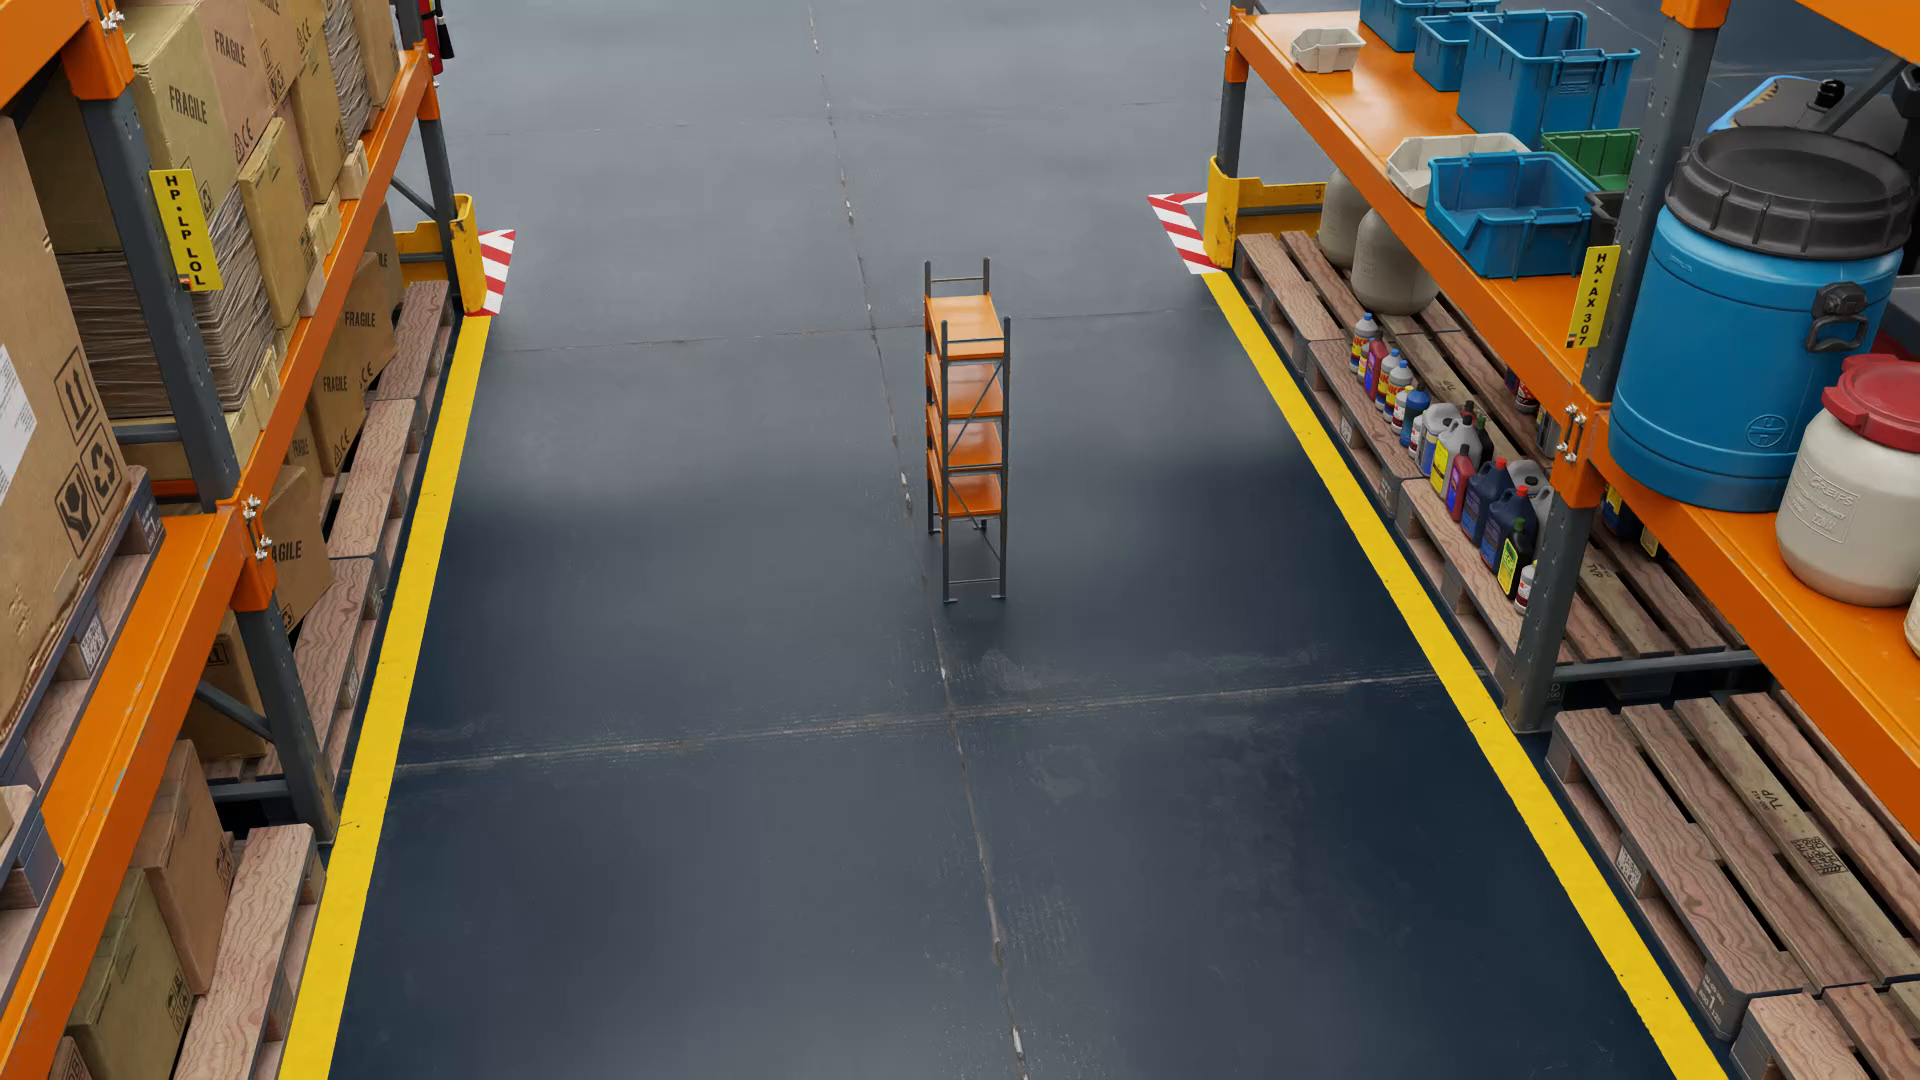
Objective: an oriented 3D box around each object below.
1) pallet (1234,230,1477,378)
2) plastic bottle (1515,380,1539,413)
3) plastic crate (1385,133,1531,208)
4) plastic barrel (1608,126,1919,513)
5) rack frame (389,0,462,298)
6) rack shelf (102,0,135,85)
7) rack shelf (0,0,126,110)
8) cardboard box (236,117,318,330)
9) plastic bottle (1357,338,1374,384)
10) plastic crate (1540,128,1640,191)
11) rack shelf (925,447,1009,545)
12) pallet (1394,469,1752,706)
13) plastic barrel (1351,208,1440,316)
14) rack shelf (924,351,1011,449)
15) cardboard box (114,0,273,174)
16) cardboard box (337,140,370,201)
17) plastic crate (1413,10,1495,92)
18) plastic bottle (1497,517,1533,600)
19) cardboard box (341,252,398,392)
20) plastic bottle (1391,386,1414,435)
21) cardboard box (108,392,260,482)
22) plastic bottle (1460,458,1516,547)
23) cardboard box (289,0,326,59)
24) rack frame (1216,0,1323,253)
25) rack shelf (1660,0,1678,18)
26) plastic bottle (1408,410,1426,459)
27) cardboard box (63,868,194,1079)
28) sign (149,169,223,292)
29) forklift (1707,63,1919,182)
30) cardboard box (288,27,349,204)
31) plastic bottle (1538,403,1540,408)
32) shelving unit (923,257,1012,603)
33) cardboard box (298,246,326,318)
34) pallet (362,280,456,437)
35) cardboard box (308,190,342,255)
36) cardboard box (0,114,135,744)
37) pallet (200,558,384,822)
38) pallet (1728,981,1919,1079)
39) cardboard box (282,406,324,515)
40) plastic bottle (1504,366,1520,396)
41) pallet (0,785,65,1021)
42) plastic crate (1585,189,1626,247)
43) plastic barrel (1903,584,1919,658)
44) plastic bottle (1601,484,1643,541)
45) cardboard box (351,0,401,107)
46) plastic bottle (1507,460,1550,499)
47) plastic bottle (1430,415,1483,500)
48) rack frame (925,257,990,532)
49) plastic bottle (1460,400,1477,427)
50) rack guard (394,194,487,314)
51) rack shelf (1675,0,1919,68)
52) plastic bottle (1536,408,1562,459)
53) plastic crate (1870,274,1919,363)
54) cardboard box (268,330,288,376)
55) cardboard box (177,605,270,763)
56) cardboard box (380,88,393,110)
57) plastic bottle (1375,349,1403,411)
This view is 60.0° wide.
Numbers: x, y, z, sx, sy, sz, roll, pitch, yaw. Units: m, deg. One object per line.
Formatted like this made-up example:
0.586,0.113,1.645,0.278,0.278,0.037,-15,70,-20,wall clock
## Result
2.028,-1.219,8.352,1.003,0.211,1.213,-4,35,-6,pallet
2.452,-0.658,7.146,0.097,0.201,0.097,0,34,0,plastic bottle
1.935,-1.410,6.390,0.530,0.136,0.437,-4,35,-6,plastic crate
2.156,-0.601,4.523,0.600,0.901,0.708,-4,35,-6,plastic barrel
-3.041,-2.489,7.739,1.000,3.000,0.127,-4,35,-6,rack frame
-2.772,-2.315,5.459,1.077,0.370,4.000,-4,35,-6,rack shelf
-2.234,-0.083,2.184,1.077,0.370,4.000,-4,35,-6,rack shelf
-2.535,-0.959,5.140,0.875,0.500,0.500,-4,35,-6,cardboard box
1.816,-0.797,7.350,0.097,0.201,0.097,0,34,0,plastic bottle
2.502,-1.324,6.217,0.450,0.188,0.662,-4,35,-6,plastic crate
0.022,-0.184,6.426,0.258,0.148,0.480,-4,35,-6,rack shelf
2.356,0.142,6.354,1.003,0.211,1.213,-4,35,-6,pallet
2.098,-1.369,7.931,0.421,0.512,0.421,0,34,0,plastic barrel
0.022,-0.533,6.188,0.258,0.148,0.480,-4,35,-6,rack shelf
-2.381,-1.384,4.876,0.500,0.500,0.500,-4,35,-6,cardboard box
-2.492,-1.413,6.383,0.380,0.149,0.250,-4,35,-6,cardboard box
2.312,-2.183,7.422,0.499,0.251,0.408,-4,35,-6,plastic crate
2.013,0.065,6.012,0.061,0.283,0.133,-3,34,-4,plastic bottle
-2.859,-0.949,7.326,0.500,0.500,0.500,4,35,6,cardboard box
1.875,-0.552,6.991,0.097,0.201,0.097,0,34,0,plastic bottle
-2.234,-0.296,4.744,0.380,0.149,0.250,-4,35,-6,cardboard box
2.007,-0.164,6.289,0.144,0.351,0.185,-6,35,-9,plastic bottle
-2.526,-1.941,5.694,0.500,0.500,0.500,-4,35,-6,cardboard box
1.867,-2.864,8.289,1.000,3.000,0.127,-4,35,-6,rack frame
2.136,-2.691,6.010,1.077,0.370,4.000,-4,35,-6,rack shelf
1.902,-0.437,6.822,0.097,0.201,0.097,0,34,0,plastic bottle
-2.397,1.206,4.146,0.700,0.500,0.500,-5,35,-7,cardboard box
-1.954,-0.780,4.202,0.100,0.325,0.005,-4,35,-6,sign
4.902,-1.915,6.958,3.031,2.935,1.130,25,41,31,forklift
-2.728,-1.512,5.953,0.875,0.500,0.500,-4,35,-6,cardboard box
2.574,-0.709,7.154,0.152,0.276,0.135,-5,35,-8,plastic bottle
0.022,-0.403,6.277,0.258,1.200,0.503,-4,35,-6,shelving unit
-2.352,-0.855,5.565,0.380,0.149,0.250,-4,35,-6,cardboard box
-2.957,-0.838,7.793,1.003,0.211,1.213,-4,35,-6,pallet
-2.449,-1.132,5.971,0.380,0.149,0.250,-4,35,-6,cardboard box
-2.535,-0.225,3.510,1.000,1.000,1.000,-4,34,-6,cardboard box
-2.629,0.523,5.795,1.003,0.211,1.213,-4,35,-6,pallet
2.716,1.638,4.159,1.003,0.211,1.213,-4,35,-6,pallet
-2.763,-0.283,6.349,0.500,0.500,0.500,-7,35,-11,cardboard box
2.449,-0.781,7.254,0.061,0.283,0.133,-4,35,-6,plastic bottle
-2.272,0.953,2.859,1.003,0.211,1.213,-4,35,-6,pallet
2.460,-0.908,5.474,0.767,0.338,0.504,-4,35,-6,plastic crate
2.431,0.175,3.952,0.301,0.262,0.301,0,34,0,plastic barrel
2.565,-0.190,6.327,0.144,0.351,0.185,-4,35,-6,plastic bottle
-2.808,-2.075,6.778,0.875,0.500,0.500,-4,35,-6,cardboard box
2.150,-0.158,6.347,0.152,0.276,0.135,-4,35,-6,plastic bottle
1.963,-0.344,6.553,0.144,0.351,0.185,-5,35,-7,plastic bottle
-0.011,-0.540,6.476,0.240,1.200,0.015,-4,35,-6,rack frame
2.051,-0.416,6.718,0.061,0.283,0.133,-4,35,-6,plastic bottle
-3.031,-1.414,8.381,1.175,0.500,0.348,-4,35,-6,rack guard
2.674,-0.458,2.734,1.077,0.370,4.000,-4,35,-6,rack shelf
2.481,-0.488,6.830,0.152,0.276,0.135,-4,35,-6,plastic bottle
2.773,-0.412,4.634,0.402,0.464,0.583,-4,35,-6,plastic crate
-2.316,-0.574,5.152,0.380,0.149,0.250,-4,35,-6,cardboard box
-2.517,0.376,5.381,0.500,0.500,0.500,-5,35,-8,cardboard box
-2.681,-1.967,7.196,0.380,0.149,0.250,-4,35,-6,cardboard box
1.848,-0.692,7.134,0.097,0.271,0.097,0,34,0,plastic bottle
